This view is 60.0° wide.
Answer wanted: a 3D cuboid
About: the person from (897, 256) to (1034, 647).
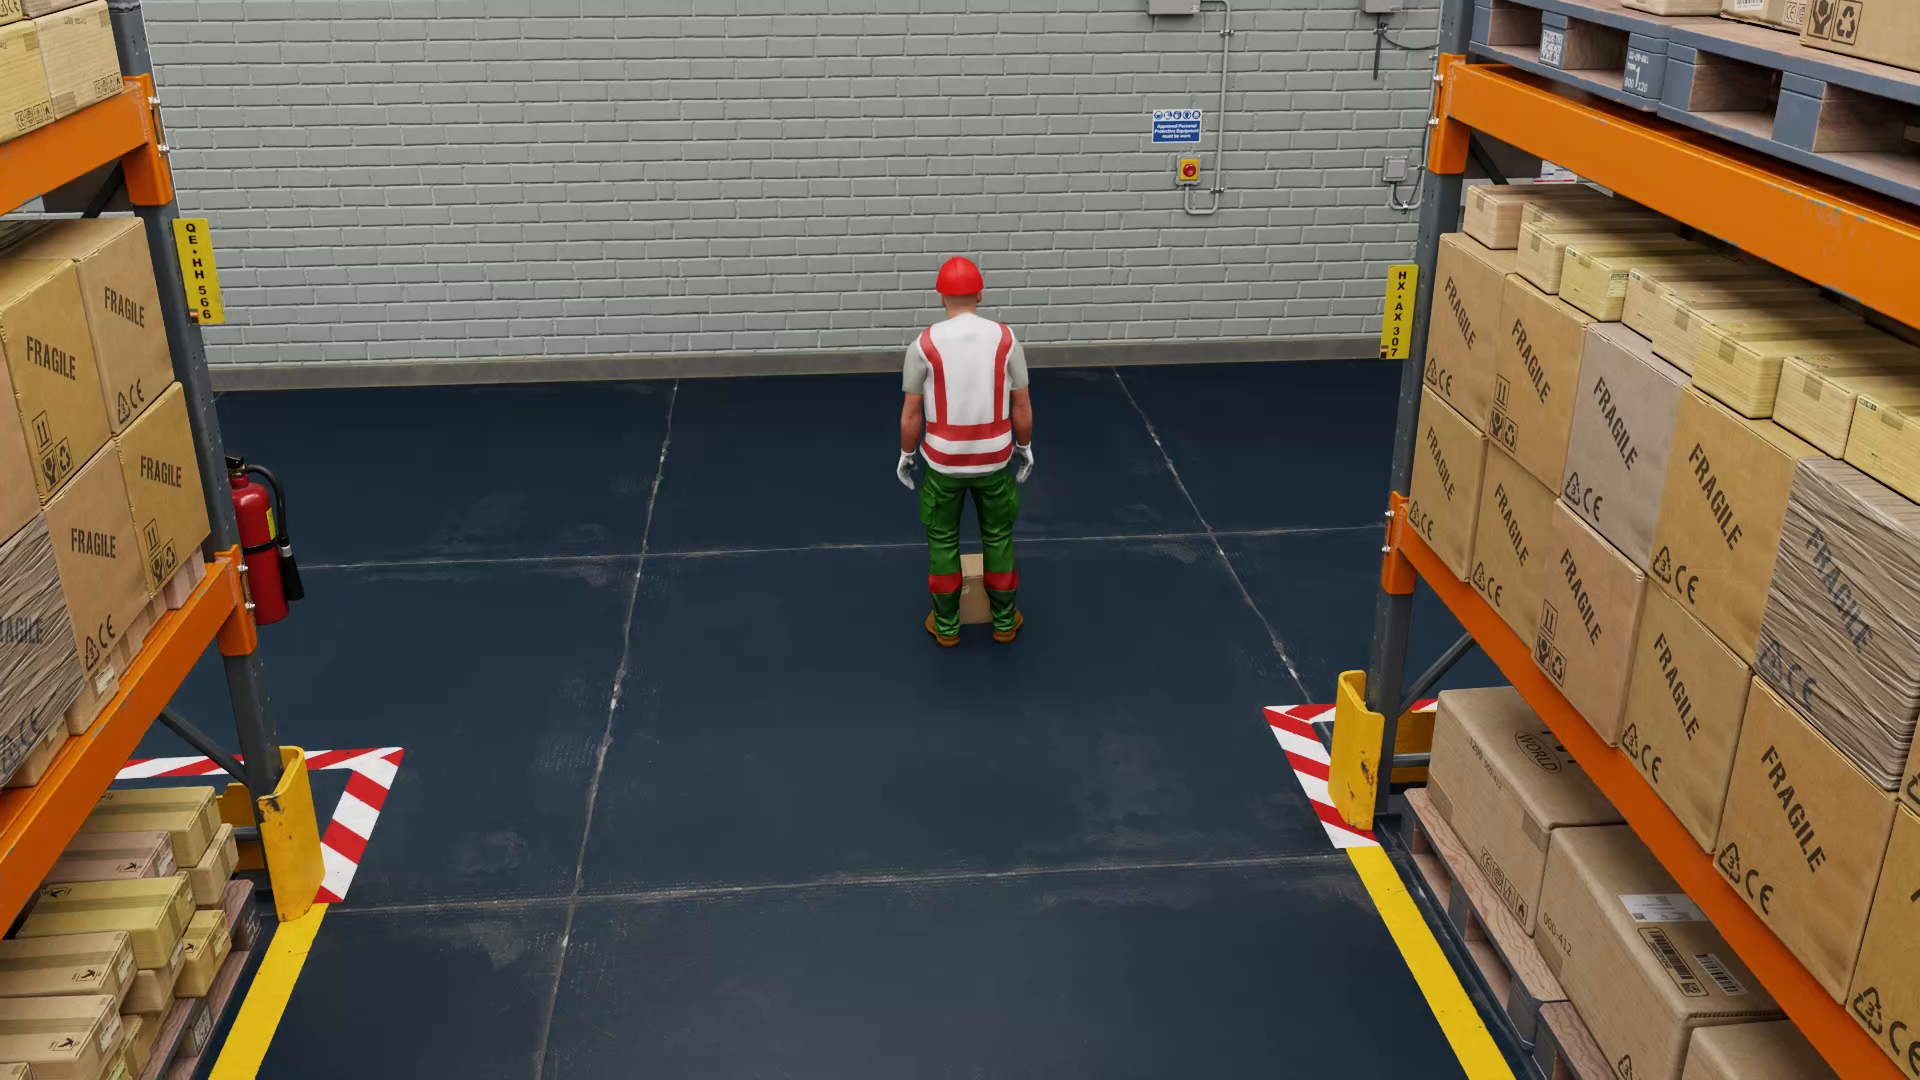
[{"bbox_3d":[0.027,-0.375,7.443,0.621,1.779,0.454,-3,24,-6],"label":"person"}]
